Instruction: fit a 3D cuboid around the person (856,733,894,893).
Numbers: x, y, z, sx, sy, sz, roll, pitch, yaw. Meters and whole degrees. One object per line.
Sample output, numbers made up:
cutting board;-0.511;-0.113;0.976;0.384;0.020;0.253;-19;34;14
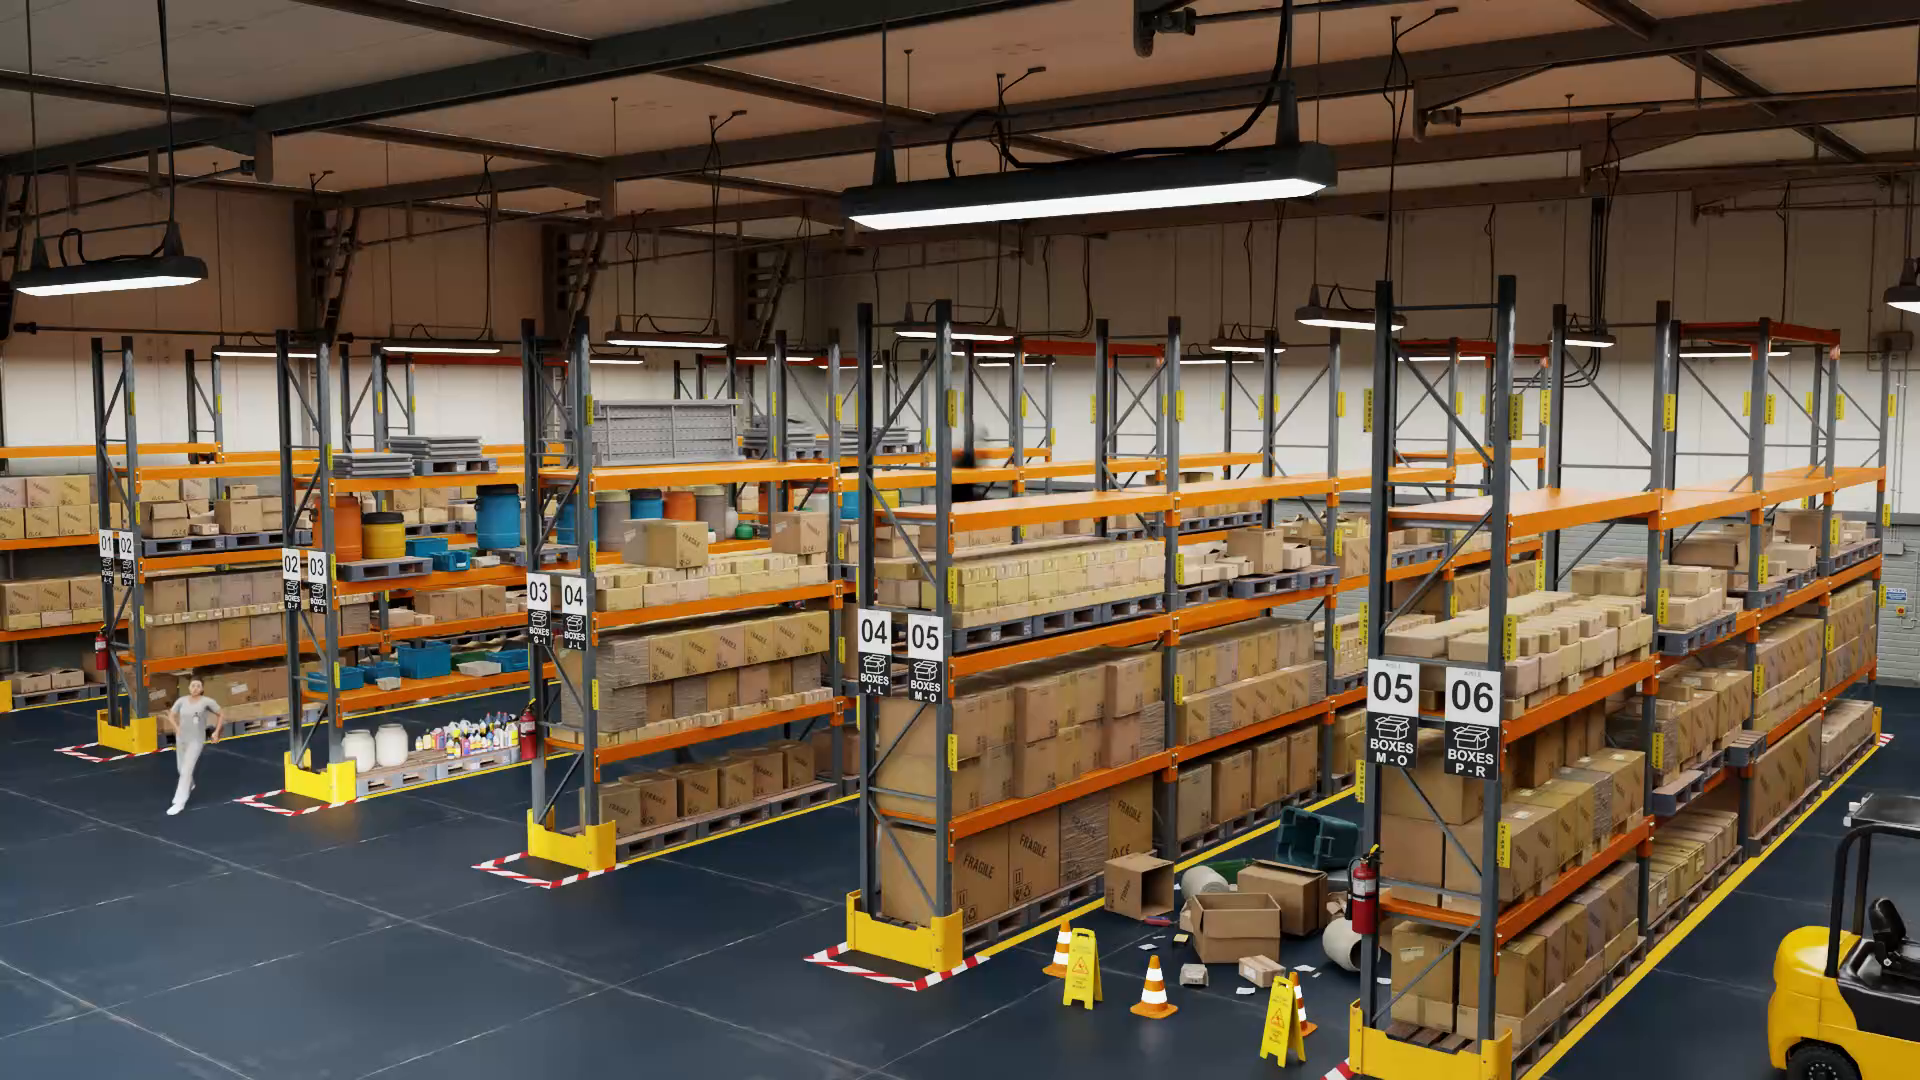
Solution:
person;-0.830;2.827;17.409;0.572;1.654;0.575;3;6;27

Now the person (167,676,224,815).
person;-9.542;2.509;20.717;0.633;1.649;0.917;0;5;-4

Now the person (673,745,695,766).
person;-3.737;2.411;22.200;0.556;1.714;0.714;3;6;29

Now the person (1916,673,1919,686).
person;14.067;2.309;23.925;0.568;1.556;0.760;3;6;34
